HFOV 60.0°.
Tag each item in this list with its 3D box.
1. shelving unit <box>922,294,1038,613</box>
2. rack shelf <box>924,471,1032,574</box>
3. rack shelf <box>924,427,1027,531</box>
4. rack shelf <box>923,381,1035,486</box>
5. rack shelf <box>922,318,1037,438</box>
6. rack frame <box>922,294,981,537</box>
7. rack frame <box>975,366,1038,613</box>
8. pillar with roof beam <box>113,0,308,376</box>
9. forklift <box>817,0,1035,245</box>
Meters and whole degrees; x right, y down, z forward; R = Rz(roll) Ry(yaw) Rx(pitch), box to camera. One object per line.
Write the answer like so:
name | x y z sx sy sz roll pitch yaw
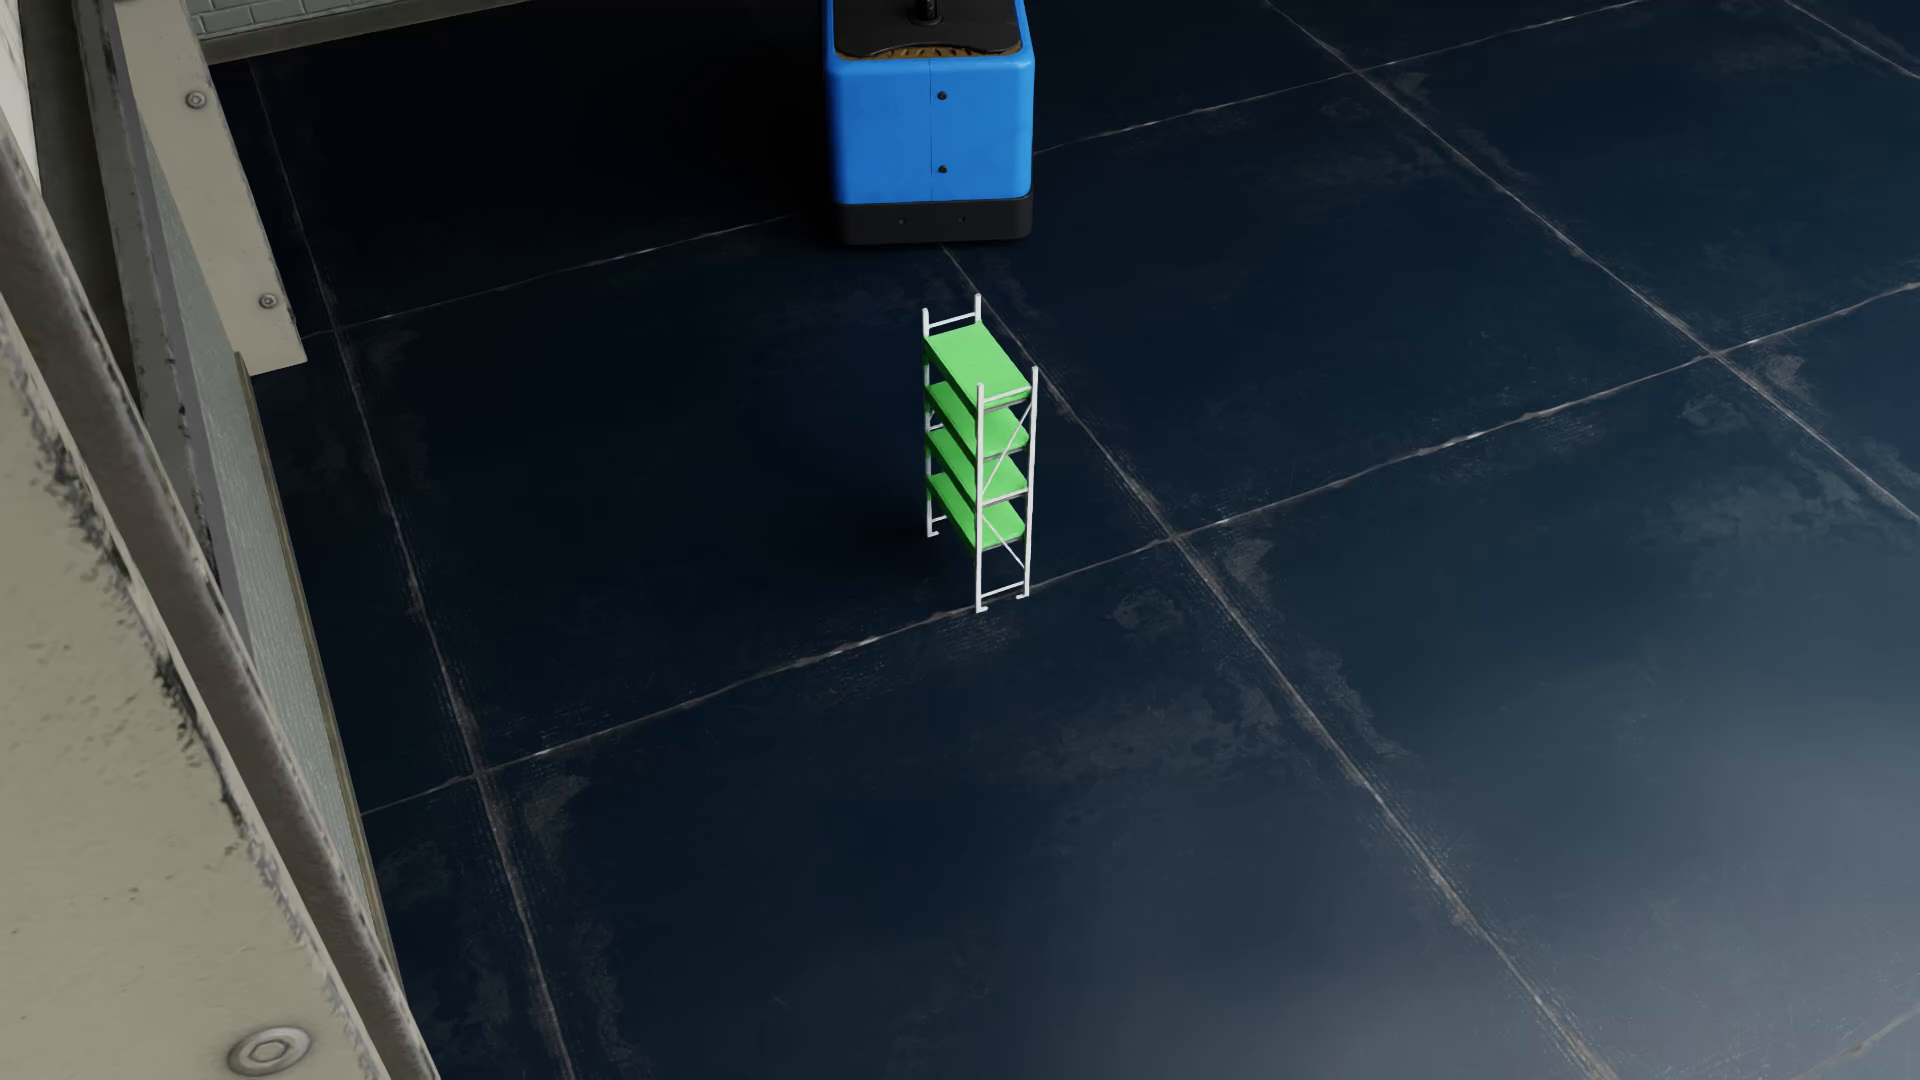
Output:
shelving unit | 0.070 -0.322 6.591 0.258 1.200 0.503 -18 47 -17
rack shelf | 0.070 -0.105 6.804 0.258 0.148 0.480 -18 47 -17
rack shelf | 0.070 -0.276 6.635 0.258 0.148 0.480 -18 47 -17
rack shelf | 0.070 -0.447 6.467 0.258 0.148 0.480 -18 47 -17
rack shelf | 0.070 -0.618 6.298 0.258 0.148 0.480 -18 47 -17
rack frame | -0.033 -0.477 6.748 0.240 1.200 0.015 -18 47 -17
rack frame | 0.172 -0.166 6.433 0.240 1.200 0.015 -18 47 -17
pillar with roof beam | 0.550 -5.414 6.199 9.100 9.000 0.400 -18 47 -17
forklift | -0.242 -3.588 8.668 1.130 2.935 3.031 -3 45 -3
